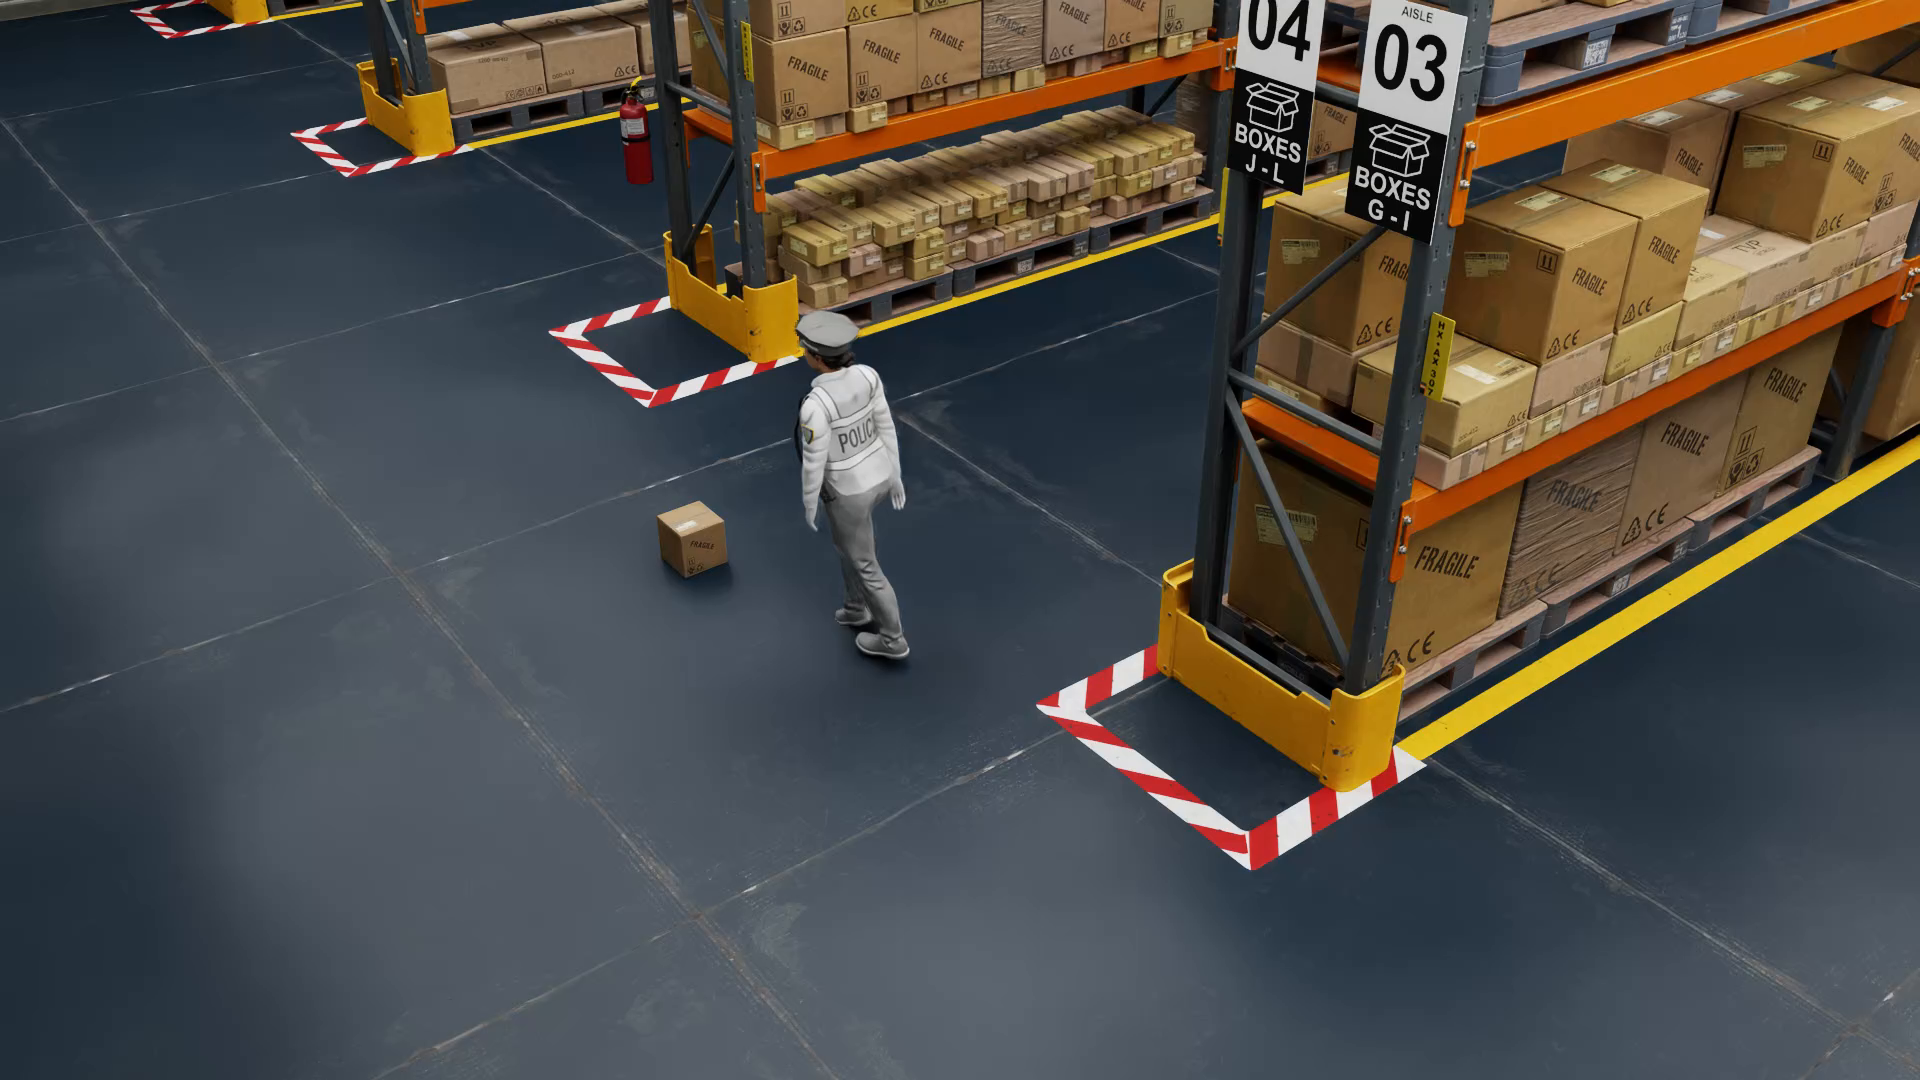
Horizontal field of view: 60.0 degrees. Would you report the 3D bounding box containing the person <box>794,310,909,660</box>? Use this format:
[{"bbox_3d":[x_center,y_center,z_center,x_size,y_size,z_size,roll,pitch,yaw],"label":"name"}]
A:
[{"bbox_3d":[-0.474,-0.186,7.445,0.535,1.710,0.474,19,37,27],"label":"person"}]
